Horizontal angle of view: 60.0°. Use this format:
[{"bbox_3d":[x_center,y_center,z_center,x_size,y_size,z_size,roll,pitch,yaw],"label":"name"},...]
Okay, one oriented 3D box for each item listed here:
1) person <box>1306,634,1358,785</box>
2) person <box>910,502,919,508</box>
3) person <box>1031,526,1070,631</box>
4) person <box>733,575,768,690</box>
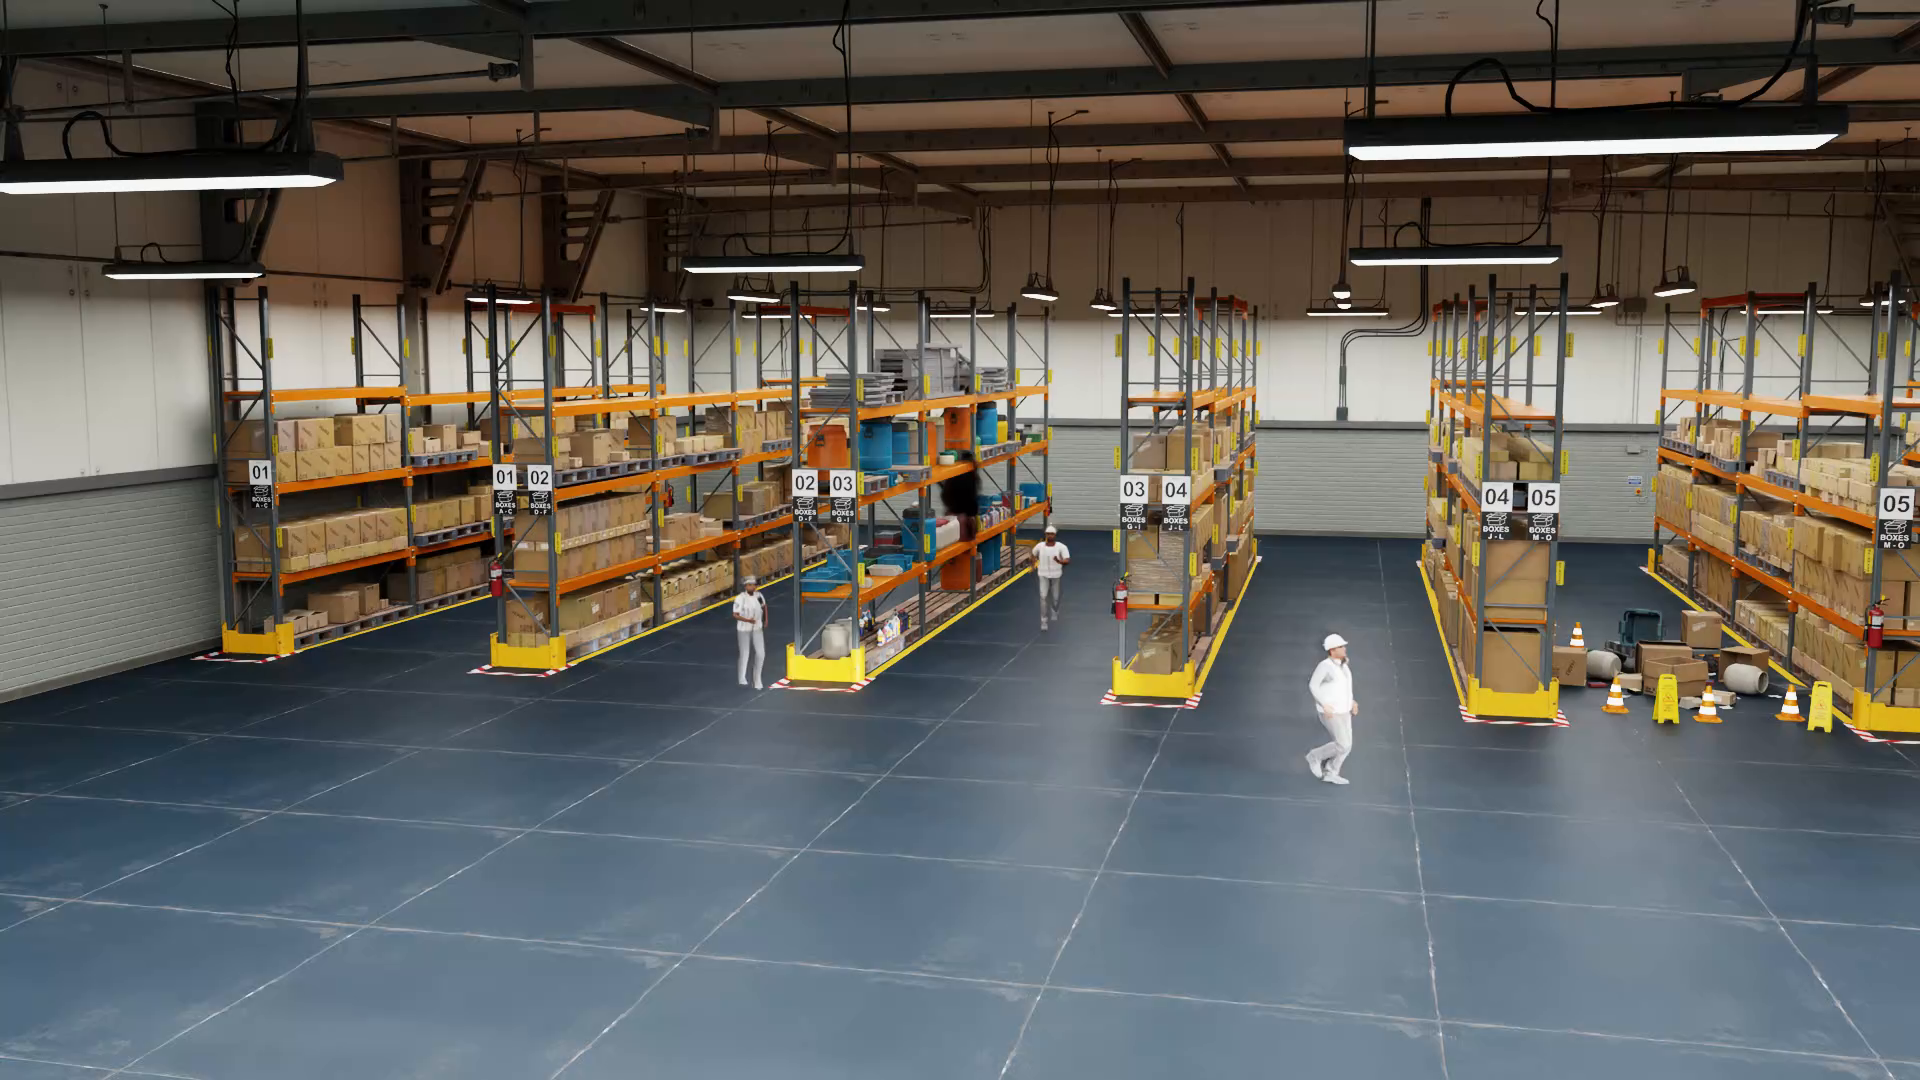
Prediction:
[{"bbox_3d":[4.306,1.952,19.161,0.503,1.737,0.669,6,9,42],"label":"person"},{"bbox_3d":[-0.967,-0.028,36.711,0.585,1.636,0.601,2,7,16],"label":"person"},{"bbox_3d":[1.579,0.646,29.142,0.693,1.775,0.946,1,7,5],"label":"person"},{"bbox_3d":[-3.071,1.371,24.554,0.591,1.749,0.717,-3,7,-25],"label":"person"}]
